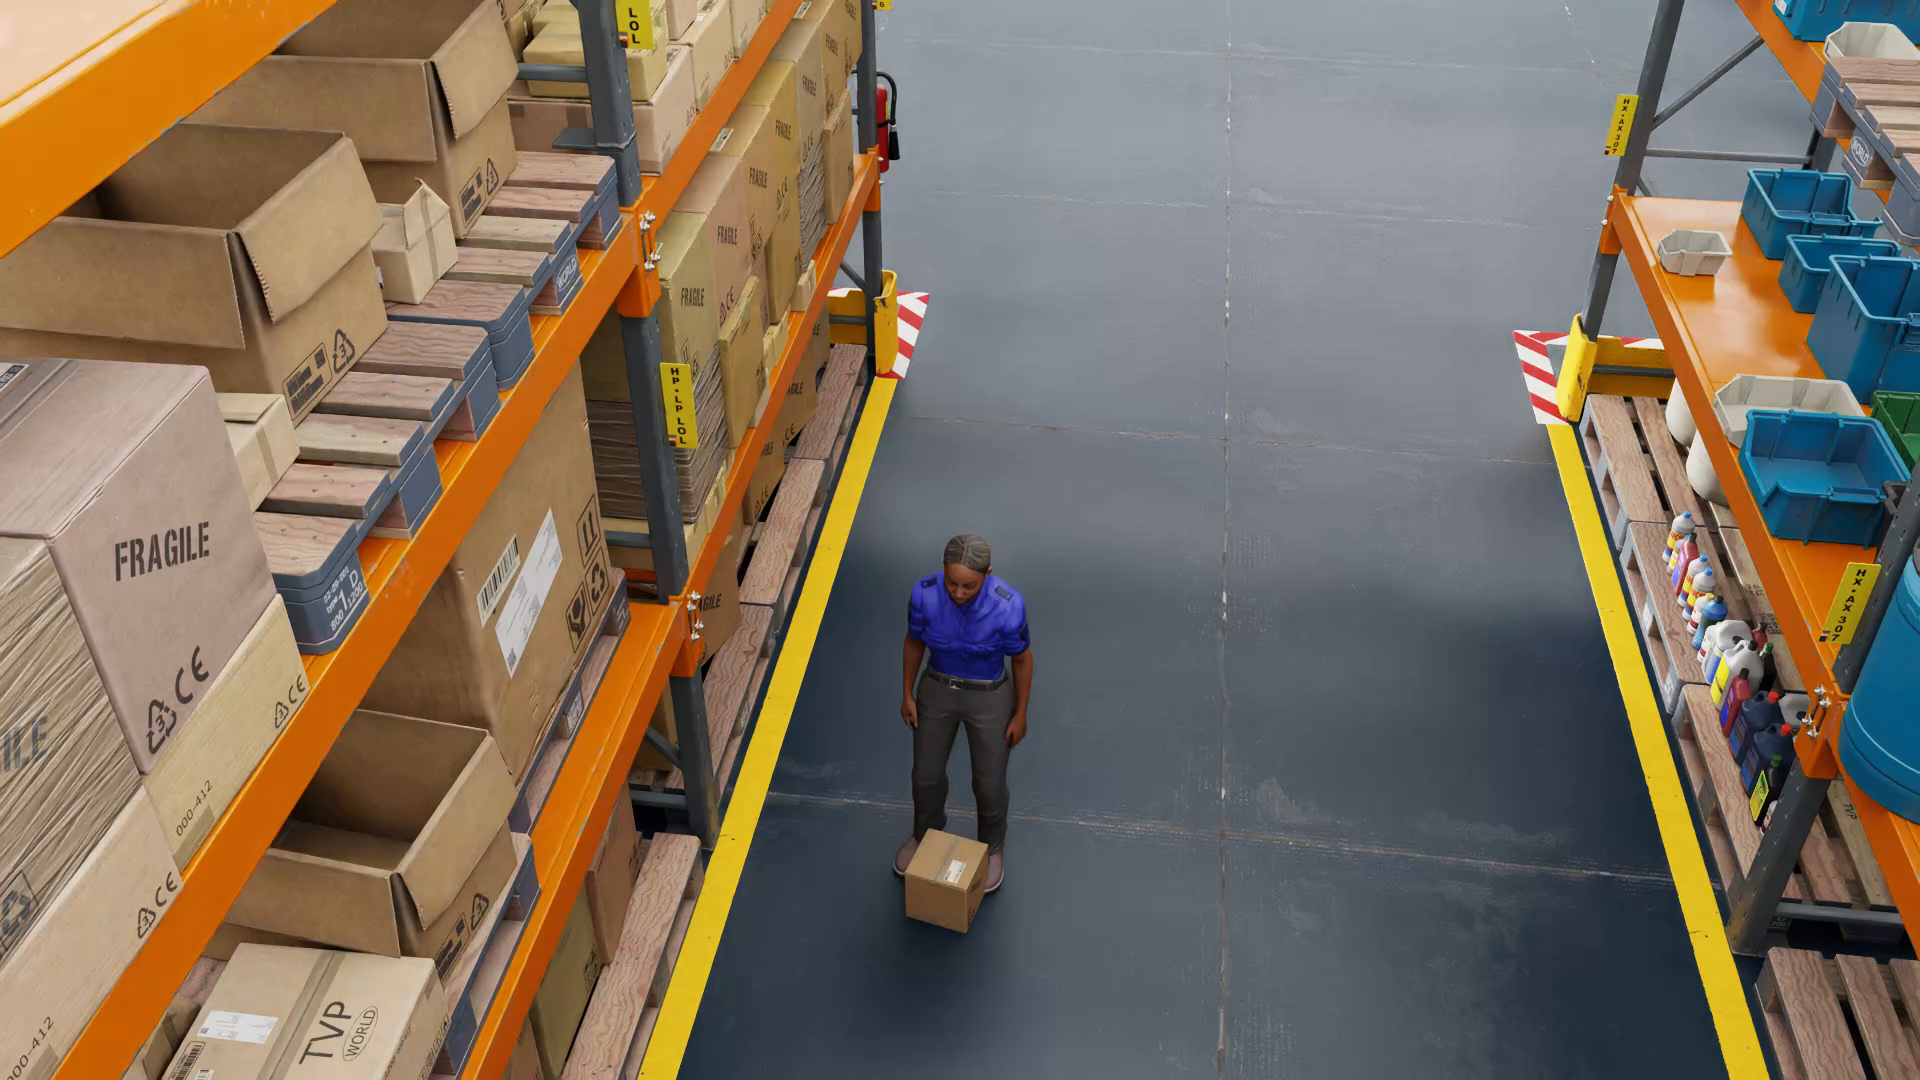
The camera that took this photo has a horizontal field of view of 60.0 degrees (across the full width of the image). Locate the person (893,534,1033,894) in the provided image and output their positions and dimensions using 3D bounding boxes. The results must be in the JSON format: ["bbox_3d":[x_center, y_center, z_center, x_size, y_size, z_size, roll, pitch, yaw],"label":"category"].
[{"bbox_3d":[0.008,0.615,6.208,0.512,1.653,0.348,9,37,12],"label":"person"}]
